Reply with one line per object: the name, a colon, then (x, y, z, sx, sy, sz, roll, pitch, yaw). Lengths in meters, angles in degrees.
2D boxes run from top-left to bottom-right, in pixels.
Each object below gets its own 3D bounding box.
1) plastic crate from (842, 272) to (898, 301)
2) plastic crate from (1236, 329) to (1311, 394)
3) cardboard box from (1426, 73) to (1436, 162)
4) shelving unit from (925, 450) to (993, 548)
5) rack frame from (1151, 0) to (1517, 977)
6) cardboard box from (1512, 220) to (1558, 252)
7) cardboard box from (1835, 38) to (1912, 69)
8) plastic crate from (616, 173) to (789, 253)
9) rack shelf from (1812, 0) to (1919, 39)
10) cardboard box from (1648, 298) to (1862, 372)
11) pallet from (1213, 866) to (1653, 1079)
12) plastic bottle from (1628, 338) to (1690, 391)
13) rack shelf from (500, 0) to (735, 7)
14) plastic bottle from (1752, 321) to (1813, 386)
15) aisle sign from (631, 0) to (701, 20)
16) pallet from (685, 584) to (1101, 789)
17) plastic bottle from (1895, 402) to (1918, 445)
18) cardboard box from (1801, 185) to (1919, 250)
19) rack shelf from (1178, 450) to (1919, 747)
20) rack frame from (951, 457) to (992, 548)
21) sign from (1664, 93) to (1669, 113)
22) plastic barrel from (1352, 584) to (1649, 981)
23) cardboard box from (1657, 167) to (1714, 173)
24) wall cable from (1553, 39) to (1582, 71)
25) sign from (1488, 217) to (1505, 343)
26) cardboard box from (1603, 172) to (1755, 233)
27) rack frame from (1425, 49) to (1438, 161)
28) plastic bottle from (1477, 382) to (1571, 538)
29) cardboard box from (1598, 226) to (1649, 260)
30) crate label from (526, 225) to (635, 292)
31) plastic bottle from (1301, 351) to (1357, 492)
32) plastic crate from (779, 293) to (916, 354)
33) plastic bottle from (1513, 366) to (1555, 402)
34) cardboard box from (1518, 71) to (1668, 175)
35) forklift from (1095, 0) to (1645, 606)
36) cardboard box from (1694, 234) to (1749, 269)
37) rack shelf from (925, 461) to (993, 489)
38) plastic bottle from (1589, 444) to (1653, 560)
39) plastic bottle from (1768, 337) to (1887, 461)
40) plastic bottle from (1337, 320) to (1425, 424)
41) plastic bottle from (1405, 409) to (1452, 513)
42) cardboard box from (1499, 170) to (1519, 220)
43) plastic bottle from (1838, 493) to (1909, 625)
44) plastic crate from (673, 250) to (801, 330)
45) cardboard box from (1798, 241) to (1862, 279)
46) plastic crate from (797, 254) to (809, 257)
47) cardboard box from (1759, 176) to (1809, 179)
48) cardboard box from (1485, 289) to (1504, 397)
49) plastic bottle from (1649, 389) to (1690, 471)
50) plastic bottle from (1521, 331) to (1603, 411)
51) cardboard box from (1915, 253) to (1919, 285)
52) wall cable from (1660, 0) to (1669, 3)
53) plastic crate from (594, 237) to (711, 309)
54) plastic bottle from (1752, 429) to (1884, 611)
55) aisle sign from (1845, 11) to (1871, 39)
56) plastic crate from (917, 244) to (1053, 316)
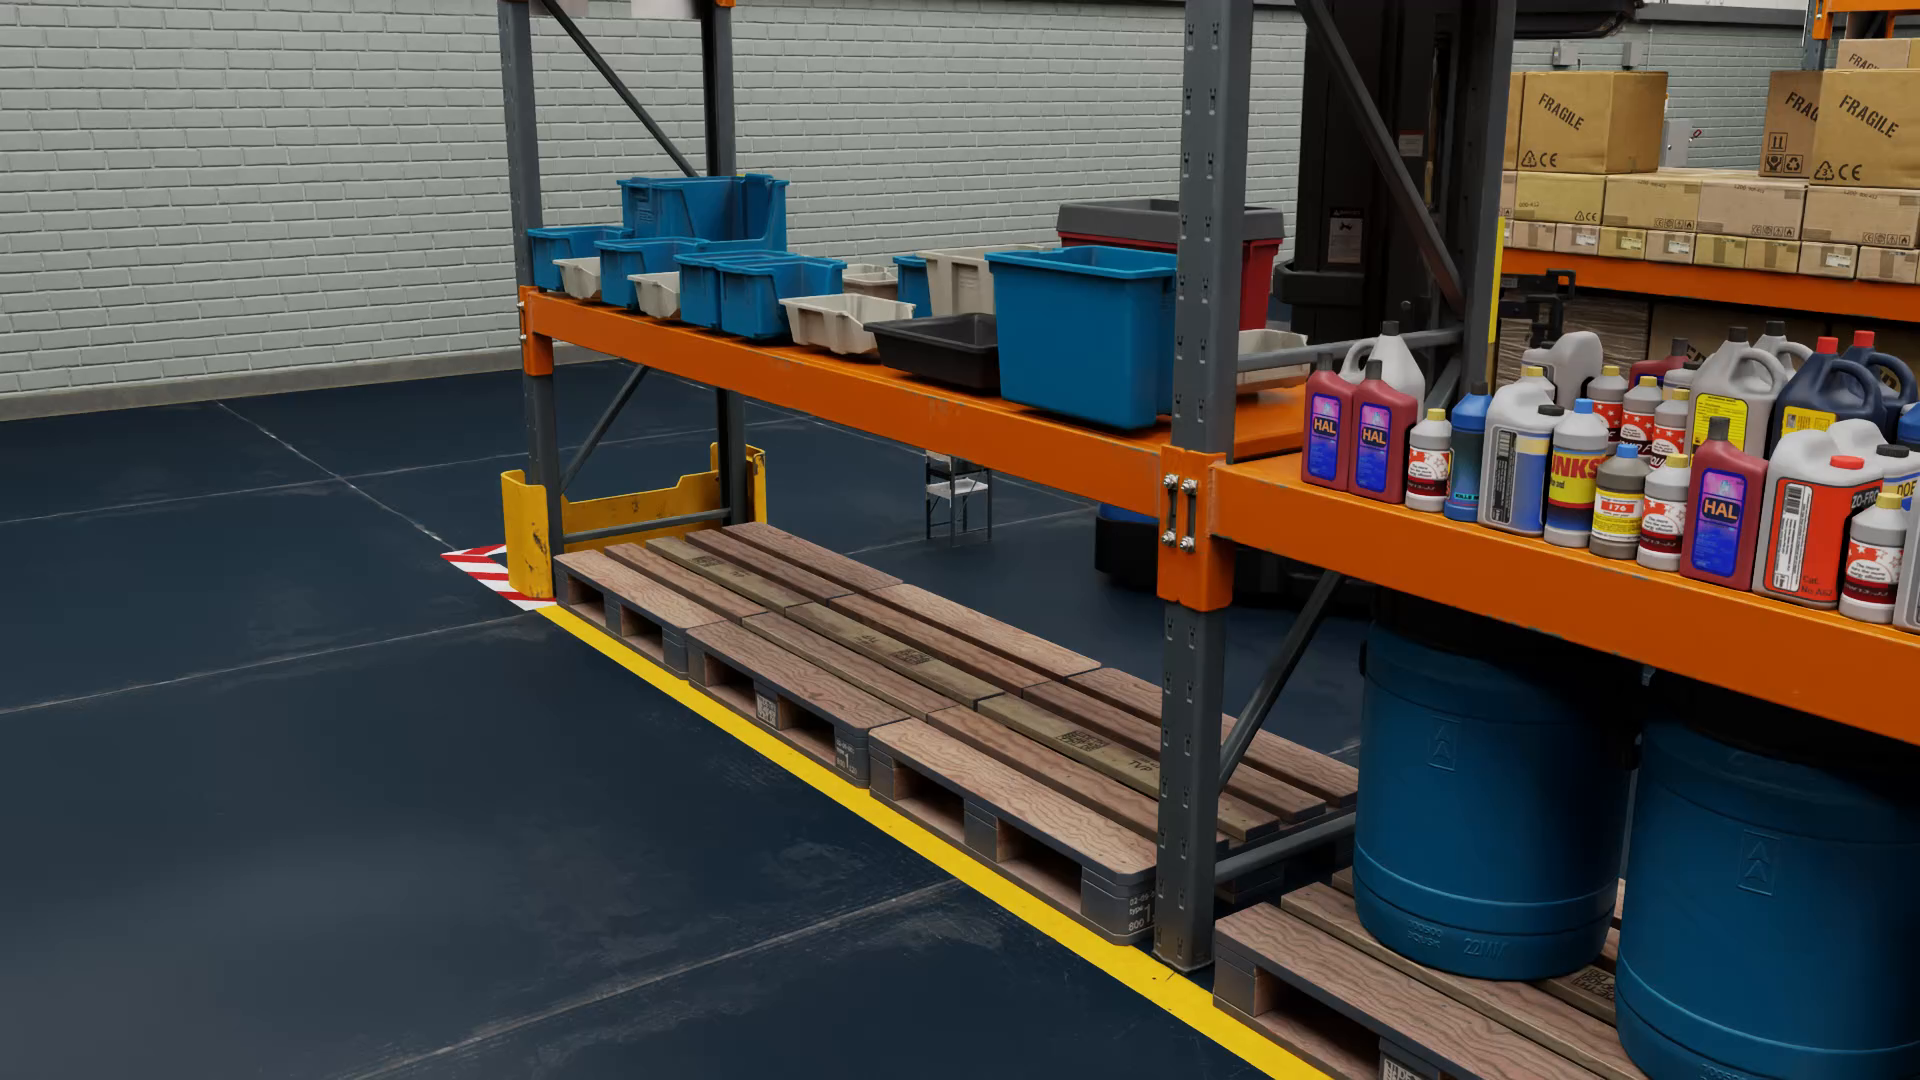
plastic crate: (-0.268, -0.884, 6.011, 0.298, 0.136, 0.250, -11, 19, -35)
plastic crate: (0.769, -0.478, 4.526, 0.396, 0.136, 0.243, -11, 19, -35)
cardboard box: (3.081, -2.447, 9.635, 0.500, 0.500, 0.500, -11, 19, -34)
shelving unit: (-0.005, -0.436, 7.964, 0.258, 0.900, 0.210, -11, 19, -35)
rack frame: (0.927, -0.455, 4.055, 1.000, 3.000, 0.127, -11, 19, -35)
cardboard box: (3.129, -1.610, 8.753, 0.380, 0.149, 0.250, -11, 19, -36)
cardboard box: (6.702, -3.363, 12.034, 0.500, 0.500, 0.500, -11, 19, -35)
plastic crate: (-1.077, -1.312, 7.008, 0.616, 0.435, 0.499, -11, 19, -35)
rack shelf: (7.829, -3.499, 10.858, 1.077, 0.370, 4.000, -11, 19, -35)
cardboard box: (4.081, -0.747, 8.352, 0.875, 0.875, 0.875, -11, 19, -35)
pallet: (1.347, 1.062, 3.798, 1.003, 0.211, 1.213, -11, 19, -35)
plastic bottle: (1.593, -0.322, 3.792, 0.061, 0.283, 0.133, -11, 19, -35)
rack shelf: (-0.249, -1.982, 5.315, 1.077, 0.370, 4.000, -11, 19, -35)
plastic bottle: (1.732, -0.285, 3.530, 0.144, 0.351, 0.185, -11, 19, -35)
aisle sign: (-1.230, -2.624, 7.055, 0.394, 0.787, 0.004, -11, 19, -35)
pallet: (-0.258, 0.479, 5.928, 1.003, 0.211, 1.213, -11, 19, -35)
plastic bottle: (1.932, -0.175, 3.269, 0.152, 0.276, 0.135, -11, 19, -35)
cardboard box: (4.155, -1.458, 7.443, 0.500, 0.250, 0.500, -10, 18, -33)
rack shelf: (2.103, 0.319, 2.590, 1.077, 0.370, 4.000, -11, 19, -35)
rack frame: (0.055, -0.414, 7.884, 0.240, 0.900, 0.006, -11, 19, -35)
sign: (8.882, -5.545, 21.090, 0.339, 0.242, 0.001, -11, 19, -35)
plastic barrel: (1.233, 0.474, 3.843, 0.600, 0.901, 0.708, -11, 19, -35)
cardboard box: (3.678, -1.869, 8.945, 0.500, 0.250, 0.500, -12, 19, -36)
wall cable: (7.263, -5.321, 19.853, 0.585, 1.953, 0.123, -11, 19, -35)
sign: (1.373, -0.673, 4.329, 0.100, 0.325, 0.005, -11, 19, -35)
cardboard box: (3.560, -1.676, 8.238, 0.500, 0.250, 0.500, -11, 19, -36)
rack frame: (2.582, -2.078, 9.985, 1.000, 3.000, 0.127, -11, 19, -35)
plastic bottle: (1.106, -0.159, 3.209, 0.152, 0.276, 0.135, -11, 19, -35)
cardboard box: (3.429, -1.501, 8.355, 0.380, 0.149, 0.250, -11, 19, -36)
crate label: (-1.546, -1.153, 6.811, 0.416, 0.233, 0.303, -11, 19, -35)
plastic bottle: (0.798, -0.254, 3.543, 0.061, 0.283, 0.133, -11, 19, -35)
plastic crate: (-0.340, -0.682, 5.270, 0.293, 0.136, 0.466, -11, 19, -35)
plastic bottle: (1.330, -0.302, 3.872, 0.097, 0.201, 0.097, 0, 15, 0)
cardboard box: (3.249, -2.150, 8.548, 0.500, 0.500, 0.500, -11, 19, -36)
forklift: (2.162, -1.178, 6.828, 3.031, 2.935, 1.130, 6, 17, 22)
cardboard box: (3.733, -1.391, 7.952, 0.380, 0.149, 0.250, -11, 19, -35)
rack shelf: (-0.005, -0.317, 7.996, 0.258, 0.077, 0.200, -11, 19, -35)
plastic bottle: (1.209, -0.073, 3.037, 0.097, 0.201, 0.097, 0, 15, 0)
plastic bottle: (1.724, -0.224, 3.304, 0.144, 0.351, 0.185, -11, 19, -35)
plastic bottle: (0.896, -0.297, 3.572, 0.144, 0.351, 0.185, -11, 19, -35)
plastic bottle: (0.959, -0.164, 3.370, 0.097, 0.201, 0.097, 0, 15, 0)
cardboard box: (2.956, -1.894, 9.036, 0.500, 0.250, 0.500, -11, 19, -35)
plastic bottle: (1.481, 0.026, 2.676, 0.097, 0.201, 0.097, 0, 15, 0)
plastic crate: (-0.772, -0.872, 5.784, 0.416, 0.233, 0.300, -11, 19, -35)
cardboard box: (4.036, -1.281, 7.551, 0.380, 0.149, 0.250, -10, 18, -34)
plastic crate: (-0.799, -1.065, 6.669, 0.396, 0.136, 0.243, -11, 19, -35)
cardboard box: (4.271, -1.652, 8.152, 0.500, 0.250, 0.500, -10, 18, -33)
cardboard box: (3.023, -1.131, 9.756, 0.875, 0.875, 0.875, -11, 19, -35)
plastic bottle: (1.545, -0.224, 3.587, 0.097, 0.201, 0.097, 0, 15, 0)
plastic bottle: (1.420, -0.361, 3.948, 0.152, 0.276, 0.135, -11, 19, -35)
cardboard box: (4.337, -1.172, 7.151, 0.380, 0.149, 0.250, -10, 18, -33)
wall cable: (9.911, -8.239, 21.061, 2.988, 3.039, 0.133, -11, 19, -35)
plastic crate: (-1.159, -1.013, 6.297, 0.416, 0.233, 0.300, -11, 19, -35)
plastic bottle: (1.435, -0.039, 2.772, 0.152, 0.276, 0.135, -11, 19, -35)
aisle sign: (6.853, -4.142, 12.603, 0.394, 0.787, 0.004, -11, 19, -35)
plastic crate: (0.178, -0.781, 5.359, 0.437, 0.282, 0.530, -11, 19, -35)
